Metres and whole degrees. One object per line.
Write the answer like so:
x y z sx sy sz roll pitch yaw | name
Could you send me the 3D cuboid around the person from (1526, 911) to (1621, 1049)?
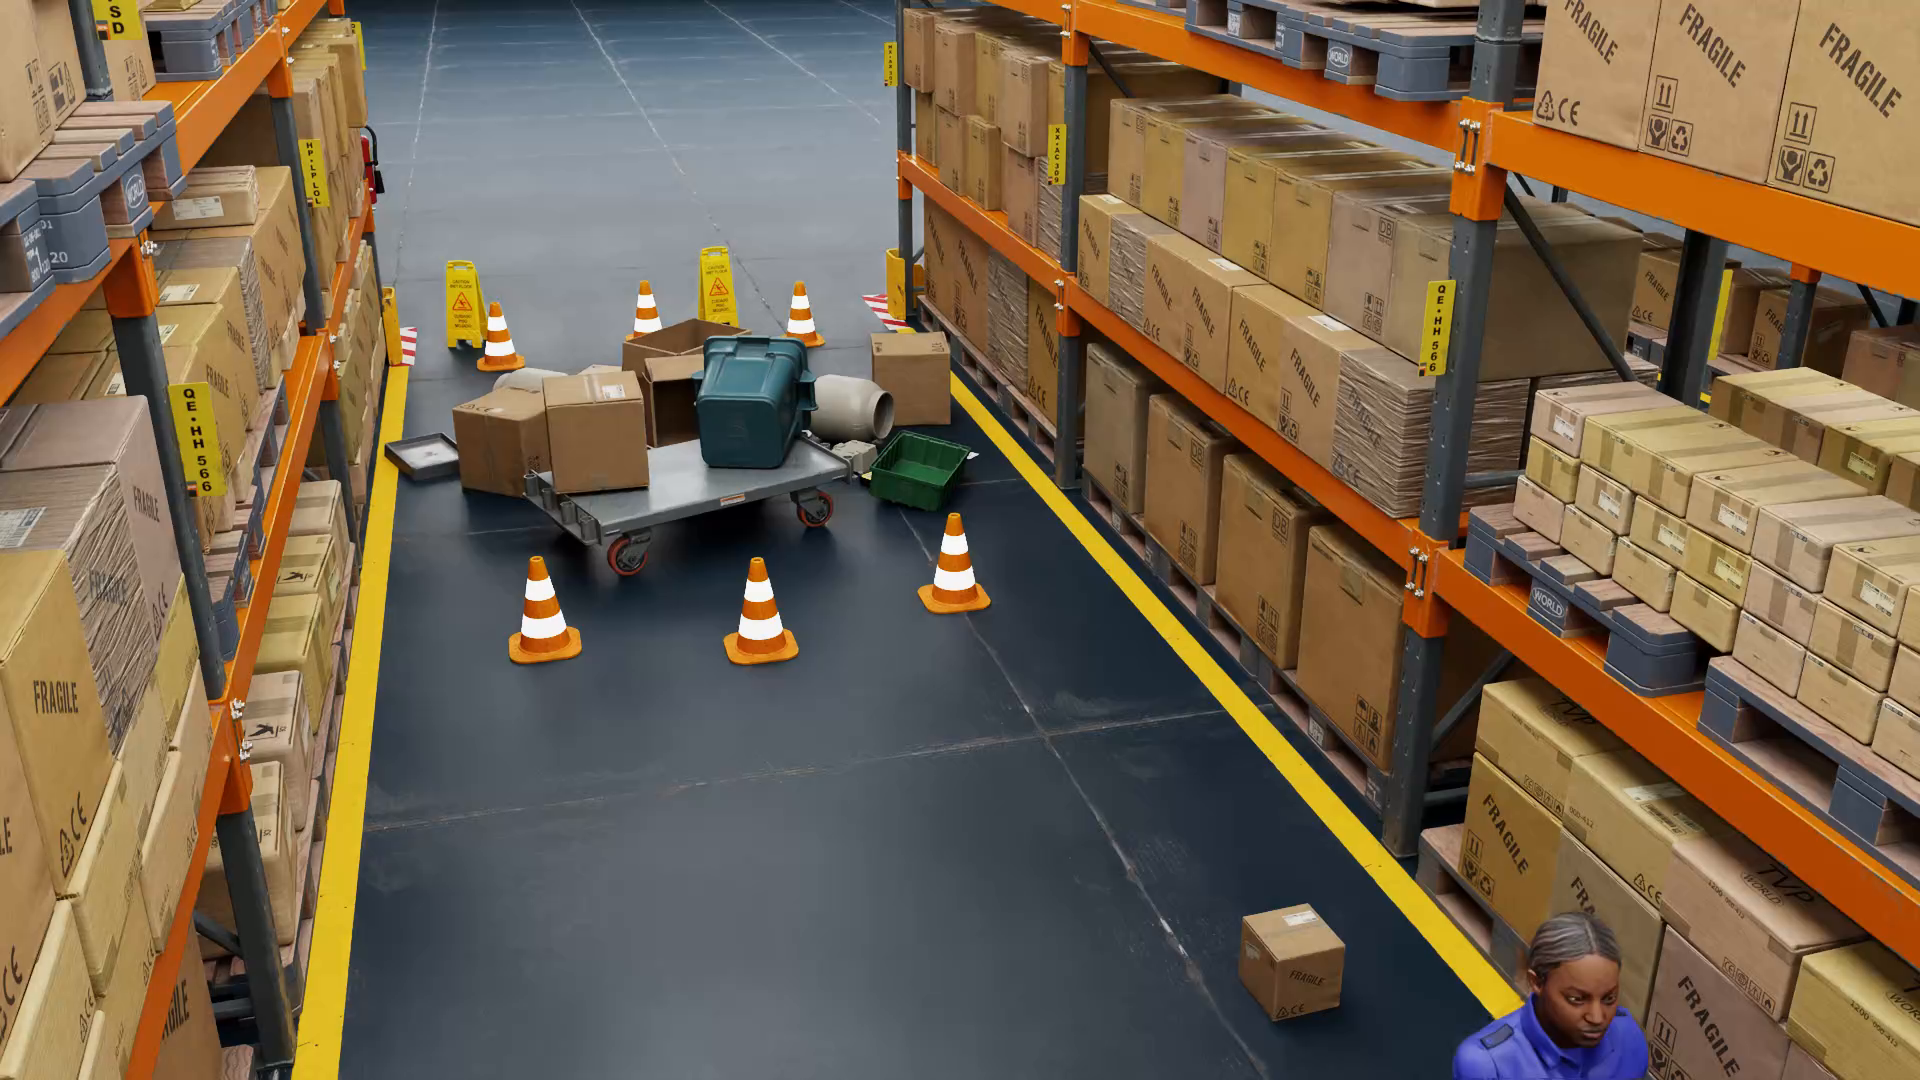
1.215 1.489 3.538 0.479 1.647 0.474 -6 24 -13 | person
